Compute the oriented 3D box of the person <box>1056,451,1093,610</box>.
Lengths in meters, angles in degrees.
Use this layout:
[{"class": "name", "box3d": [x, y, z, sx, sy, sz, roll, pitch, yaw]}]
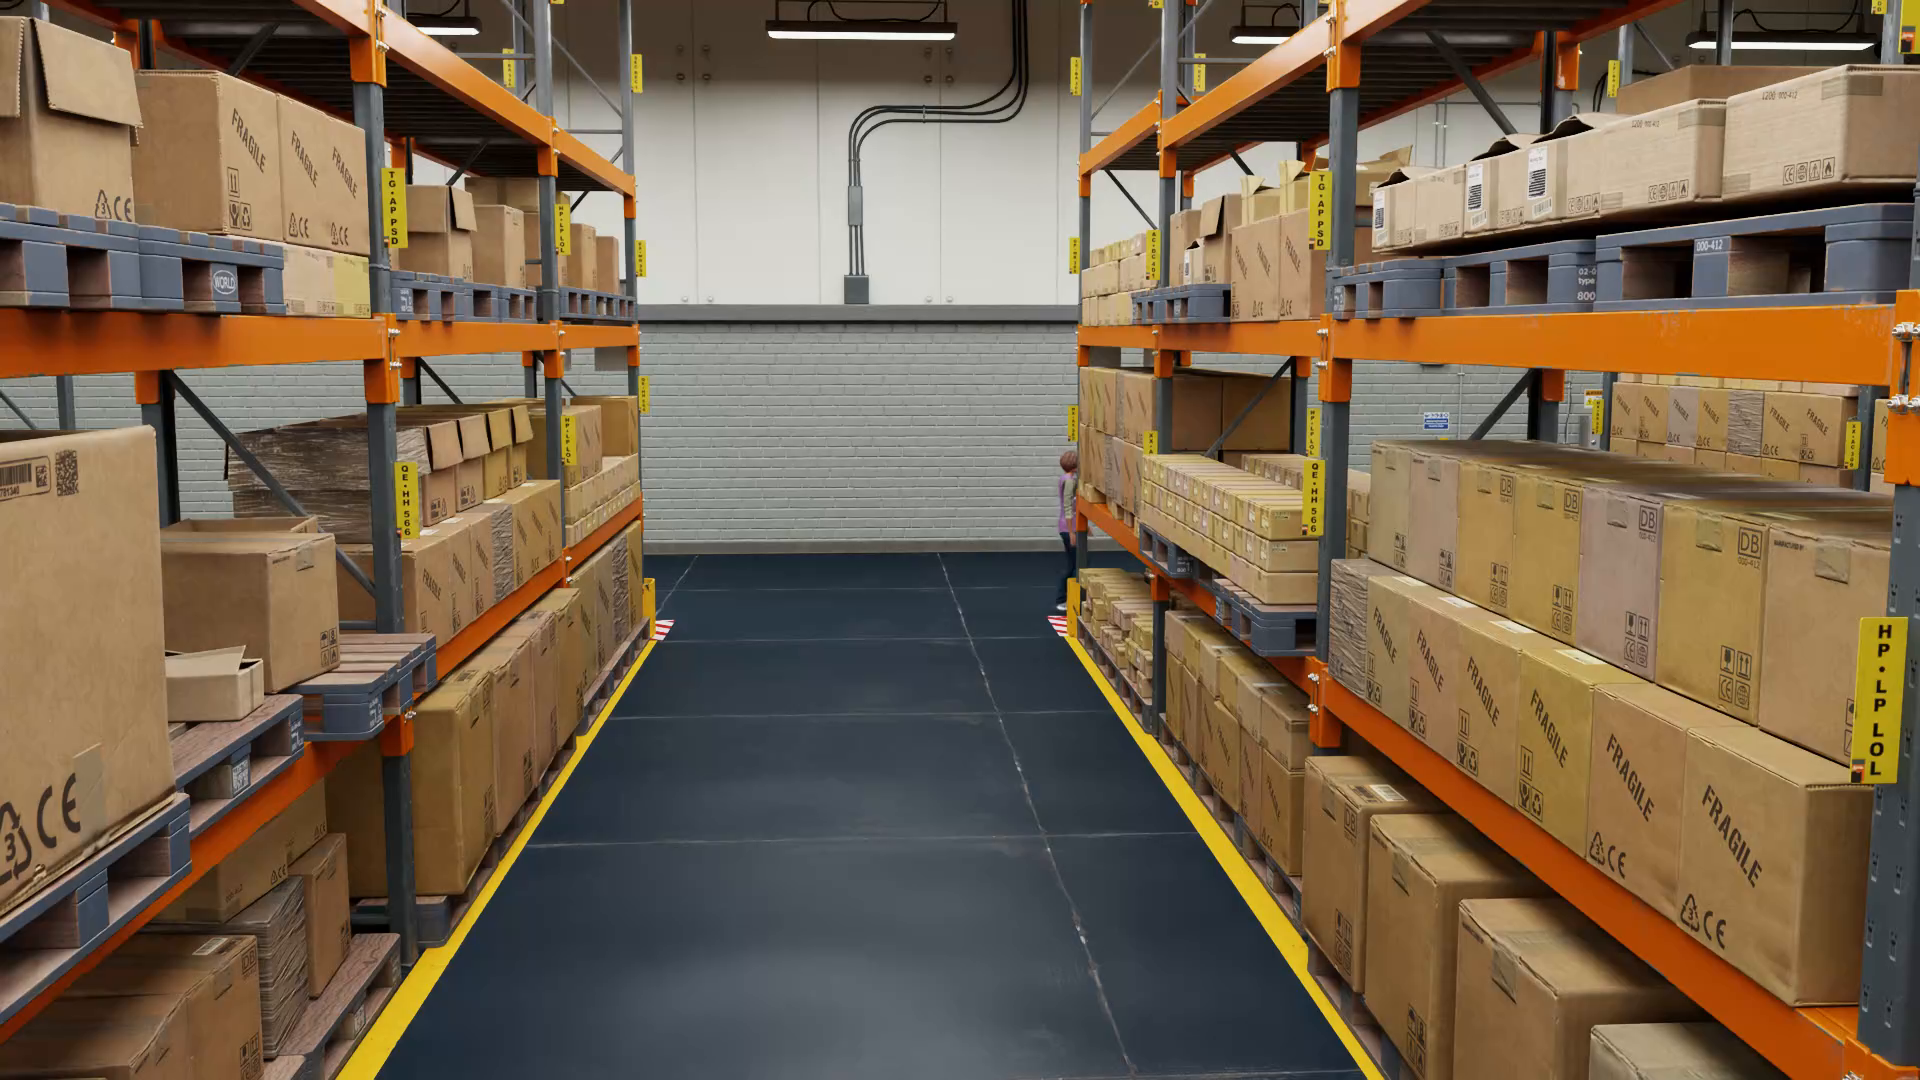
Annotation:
[{"class": "person", "box3d": [1.175, -0.074, 16.315, 0.461, 1.609, 0.455, 0, 7, 0]}]
